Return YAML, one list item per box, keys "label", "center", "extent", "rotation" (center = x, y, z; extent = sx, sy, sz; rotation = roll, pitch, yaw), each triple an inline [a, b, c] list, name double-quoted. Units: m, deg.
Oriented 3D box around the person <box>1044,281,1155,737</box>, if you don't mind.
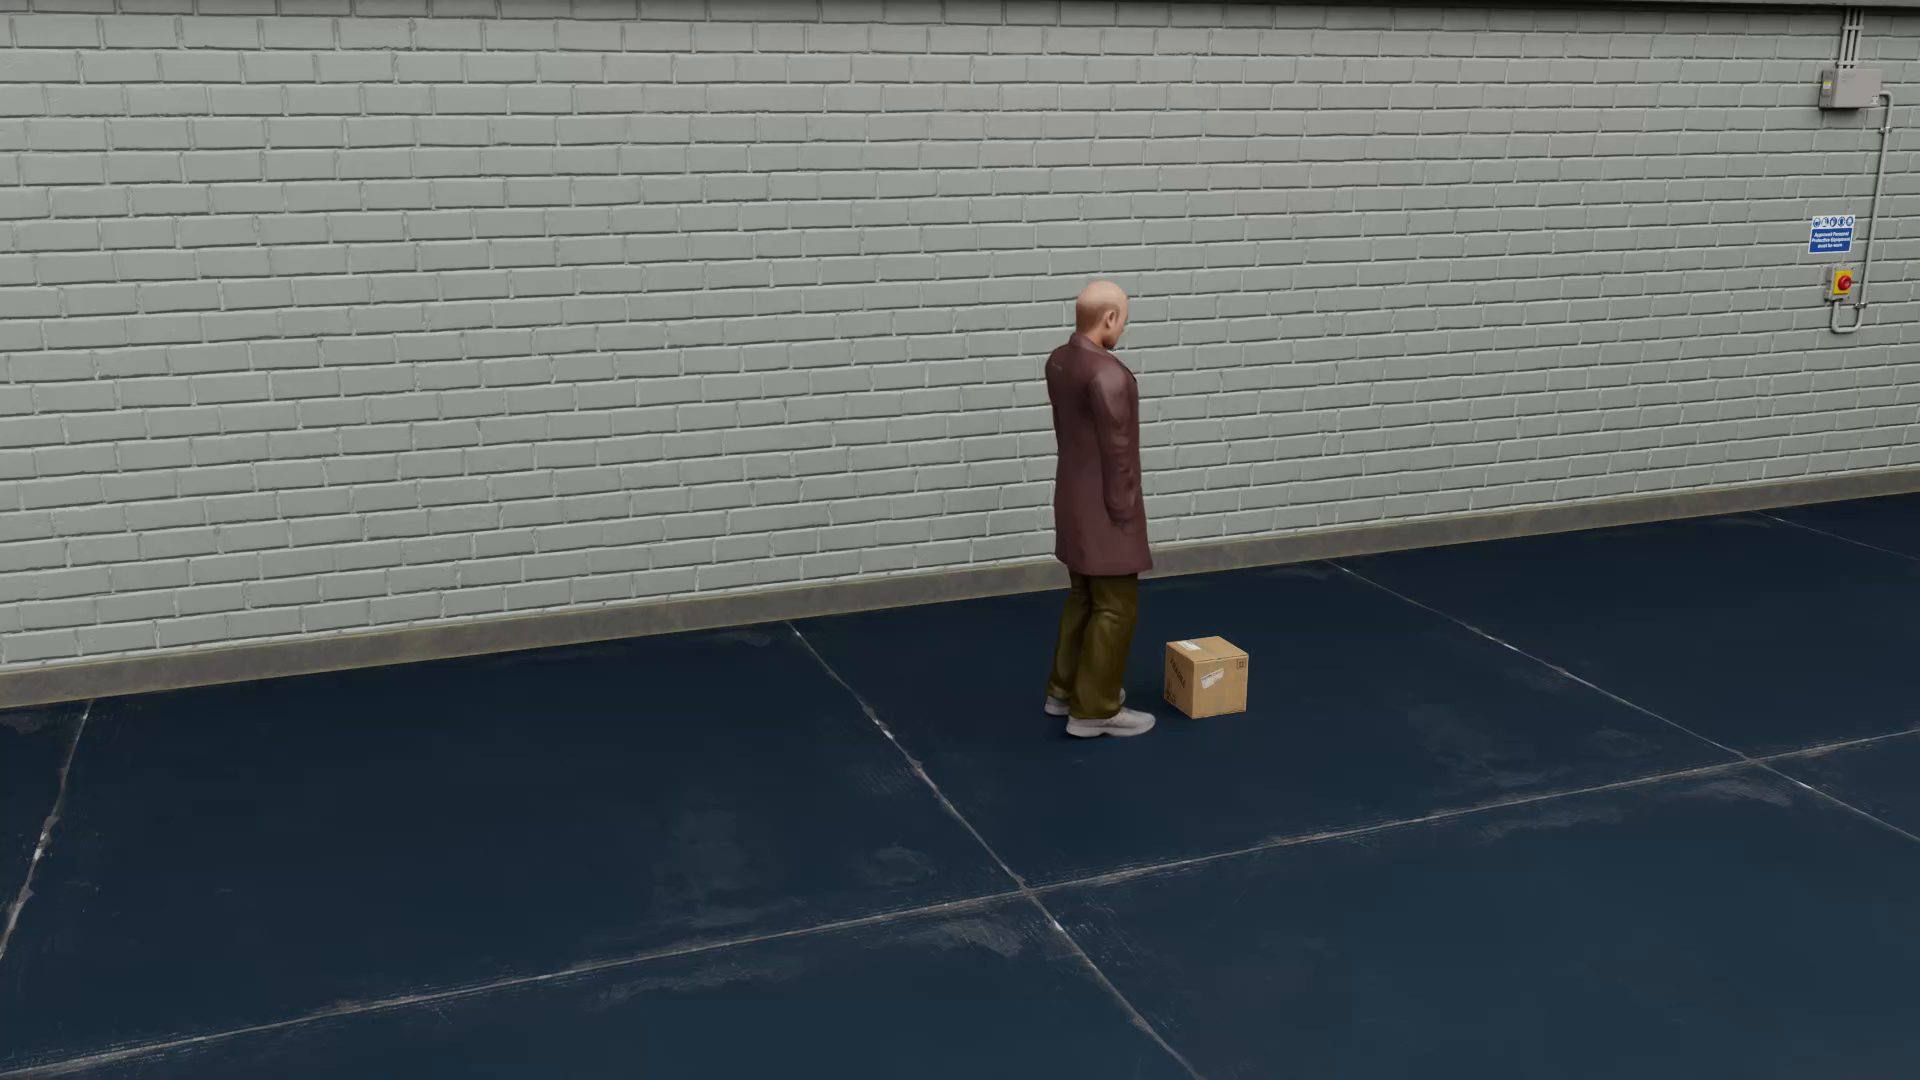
- label: "person"
  center: [0.549, -0.126, 6.542]
  extent: [0.384, 1.776, 0.563]
  rotation: [-5, 16, -19]
